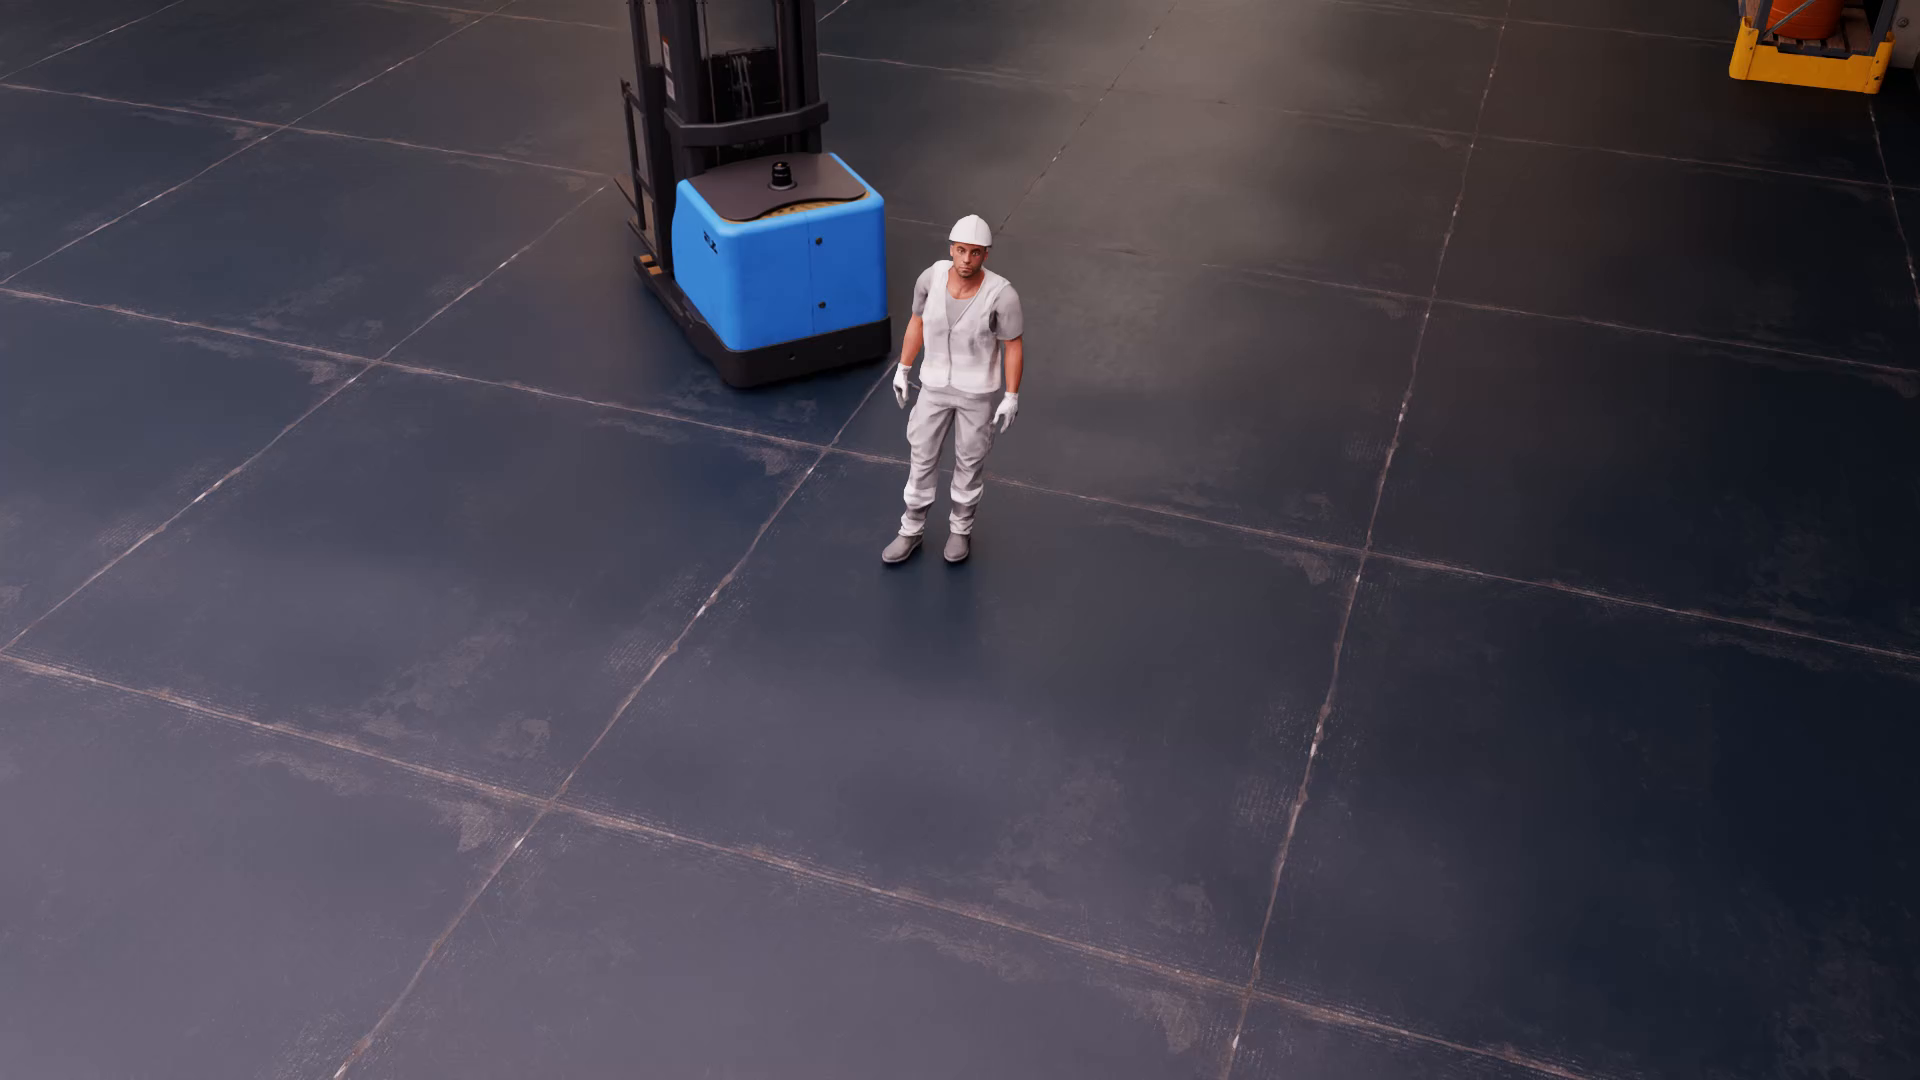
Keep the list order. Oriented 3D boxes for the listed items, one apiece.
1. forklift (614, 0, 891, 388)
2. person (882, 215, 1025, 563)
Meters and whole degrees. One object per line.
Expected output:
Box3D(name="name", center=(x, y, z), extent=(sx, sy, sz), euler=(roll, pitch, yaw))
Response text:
Box3D(name="forklift", center=(-1.519, -2.932, 10.246), extent=(1.130, 2.935, 3.031), euler=(-16, 38, -21))
Box3D(name="person", center=(-0.037, -0.693, 8.064), extent=(0.638, 1.789, 0.562), euler=(12, 37, 16))
